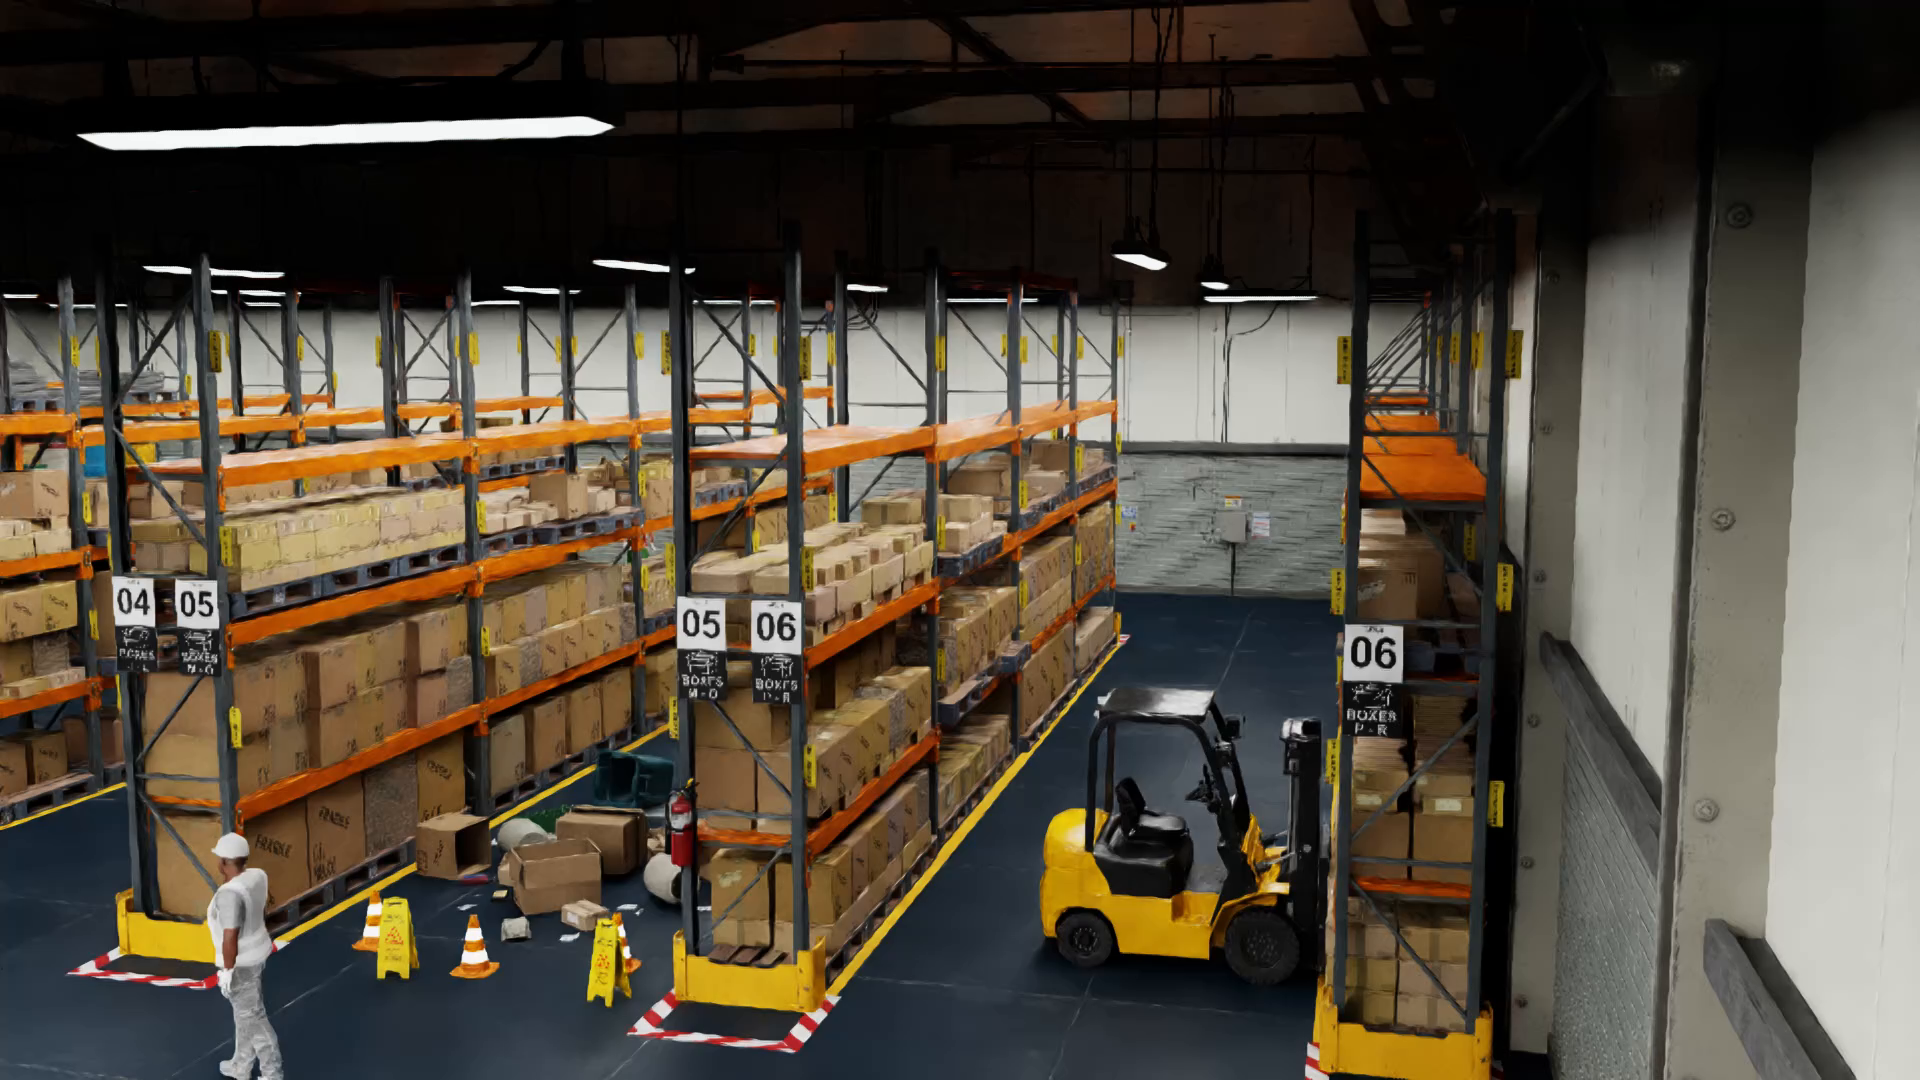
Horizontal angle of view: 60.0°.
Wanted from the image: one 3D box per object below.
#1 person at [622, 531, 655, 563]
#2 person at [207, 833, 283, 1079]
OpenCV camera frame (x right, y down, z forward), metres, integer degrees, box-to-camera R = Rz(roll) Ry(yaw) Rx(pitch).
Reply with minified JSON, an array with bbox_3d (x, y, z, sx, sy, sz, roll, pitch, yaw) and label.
[{"bbox_3d":[-6.577,0.160,33.975,0.678,1.715,0.827,0,7,-4],"label":"person"},{"bbox_3d":[-4.943,2.897,11.452,0.552,1.789,0.679,-1,7,-5],"label":"person"}]
